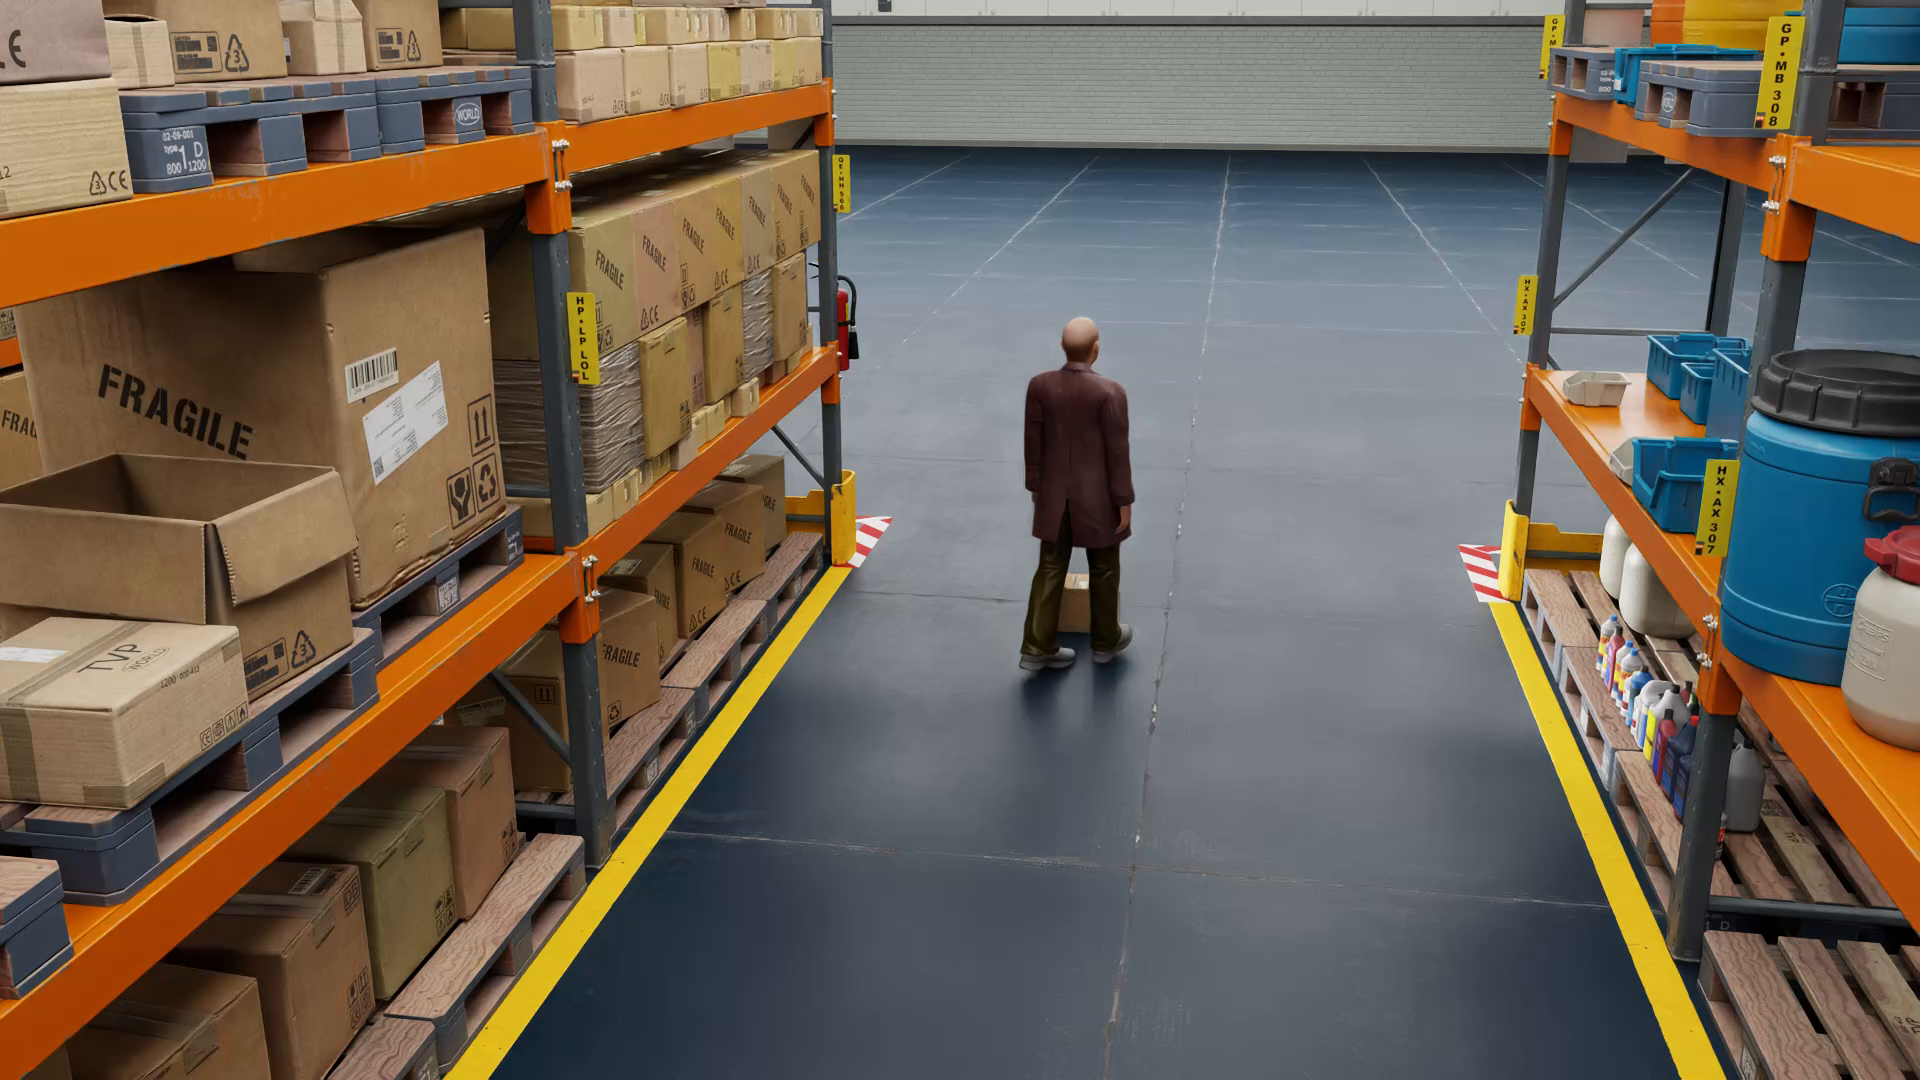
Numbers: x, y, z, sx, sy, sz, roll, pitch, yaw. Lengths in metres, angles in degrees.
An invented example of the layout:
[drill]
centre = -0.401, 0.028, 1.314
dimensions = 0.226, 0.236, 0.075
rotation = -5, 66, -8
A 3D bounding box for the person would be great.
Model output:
[person]
centre = 0.615, -0.230, 8.272
dimensions = 0.595, 1.785, 0.715
rotation = 9, 20, 25
